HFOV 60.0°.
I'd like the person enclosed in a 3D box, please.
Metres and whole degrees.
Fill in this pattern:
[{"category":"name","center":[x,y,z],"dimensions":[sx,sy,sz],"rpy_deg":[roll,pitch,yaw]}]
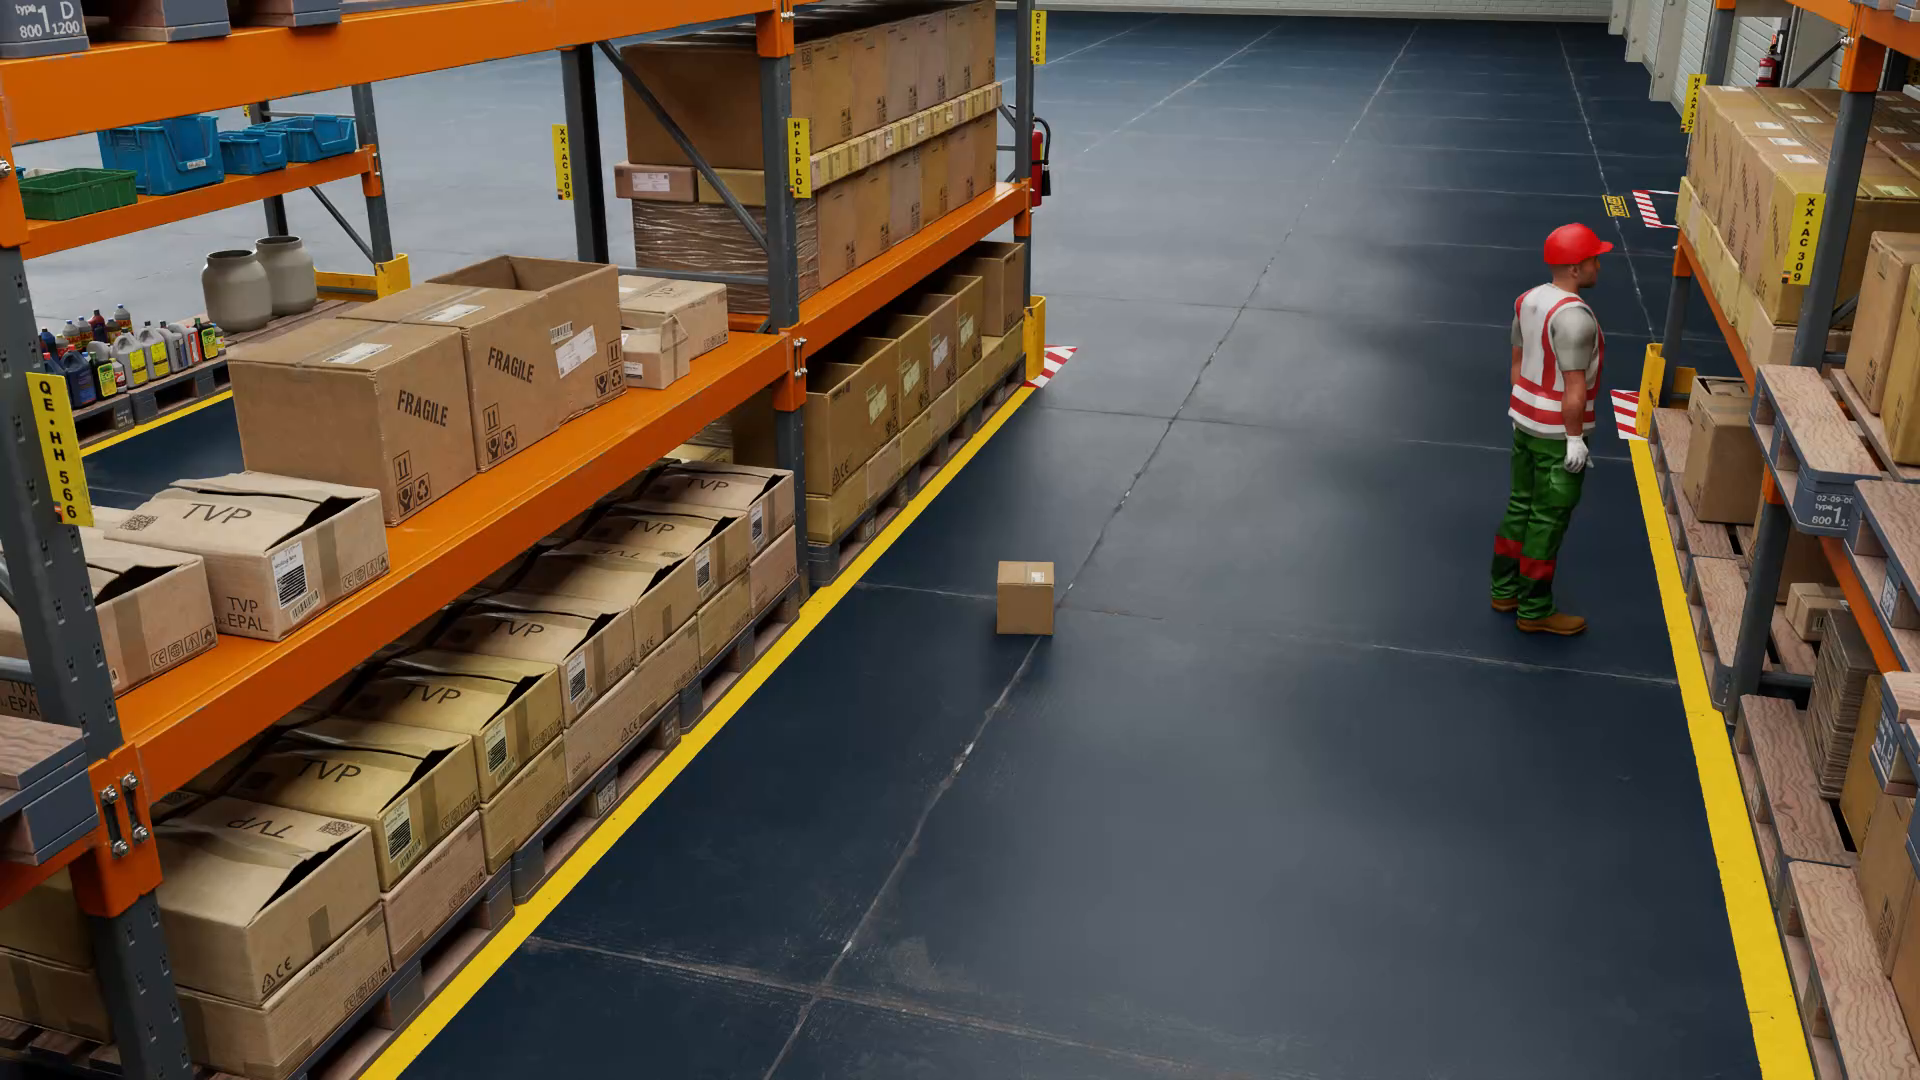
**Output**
[{"category":"person","center":[2.597,-0.487,7.266],"dimensions":[0.349,1.795,0.544],"rpy_deg":[-3,22,-8]}]
